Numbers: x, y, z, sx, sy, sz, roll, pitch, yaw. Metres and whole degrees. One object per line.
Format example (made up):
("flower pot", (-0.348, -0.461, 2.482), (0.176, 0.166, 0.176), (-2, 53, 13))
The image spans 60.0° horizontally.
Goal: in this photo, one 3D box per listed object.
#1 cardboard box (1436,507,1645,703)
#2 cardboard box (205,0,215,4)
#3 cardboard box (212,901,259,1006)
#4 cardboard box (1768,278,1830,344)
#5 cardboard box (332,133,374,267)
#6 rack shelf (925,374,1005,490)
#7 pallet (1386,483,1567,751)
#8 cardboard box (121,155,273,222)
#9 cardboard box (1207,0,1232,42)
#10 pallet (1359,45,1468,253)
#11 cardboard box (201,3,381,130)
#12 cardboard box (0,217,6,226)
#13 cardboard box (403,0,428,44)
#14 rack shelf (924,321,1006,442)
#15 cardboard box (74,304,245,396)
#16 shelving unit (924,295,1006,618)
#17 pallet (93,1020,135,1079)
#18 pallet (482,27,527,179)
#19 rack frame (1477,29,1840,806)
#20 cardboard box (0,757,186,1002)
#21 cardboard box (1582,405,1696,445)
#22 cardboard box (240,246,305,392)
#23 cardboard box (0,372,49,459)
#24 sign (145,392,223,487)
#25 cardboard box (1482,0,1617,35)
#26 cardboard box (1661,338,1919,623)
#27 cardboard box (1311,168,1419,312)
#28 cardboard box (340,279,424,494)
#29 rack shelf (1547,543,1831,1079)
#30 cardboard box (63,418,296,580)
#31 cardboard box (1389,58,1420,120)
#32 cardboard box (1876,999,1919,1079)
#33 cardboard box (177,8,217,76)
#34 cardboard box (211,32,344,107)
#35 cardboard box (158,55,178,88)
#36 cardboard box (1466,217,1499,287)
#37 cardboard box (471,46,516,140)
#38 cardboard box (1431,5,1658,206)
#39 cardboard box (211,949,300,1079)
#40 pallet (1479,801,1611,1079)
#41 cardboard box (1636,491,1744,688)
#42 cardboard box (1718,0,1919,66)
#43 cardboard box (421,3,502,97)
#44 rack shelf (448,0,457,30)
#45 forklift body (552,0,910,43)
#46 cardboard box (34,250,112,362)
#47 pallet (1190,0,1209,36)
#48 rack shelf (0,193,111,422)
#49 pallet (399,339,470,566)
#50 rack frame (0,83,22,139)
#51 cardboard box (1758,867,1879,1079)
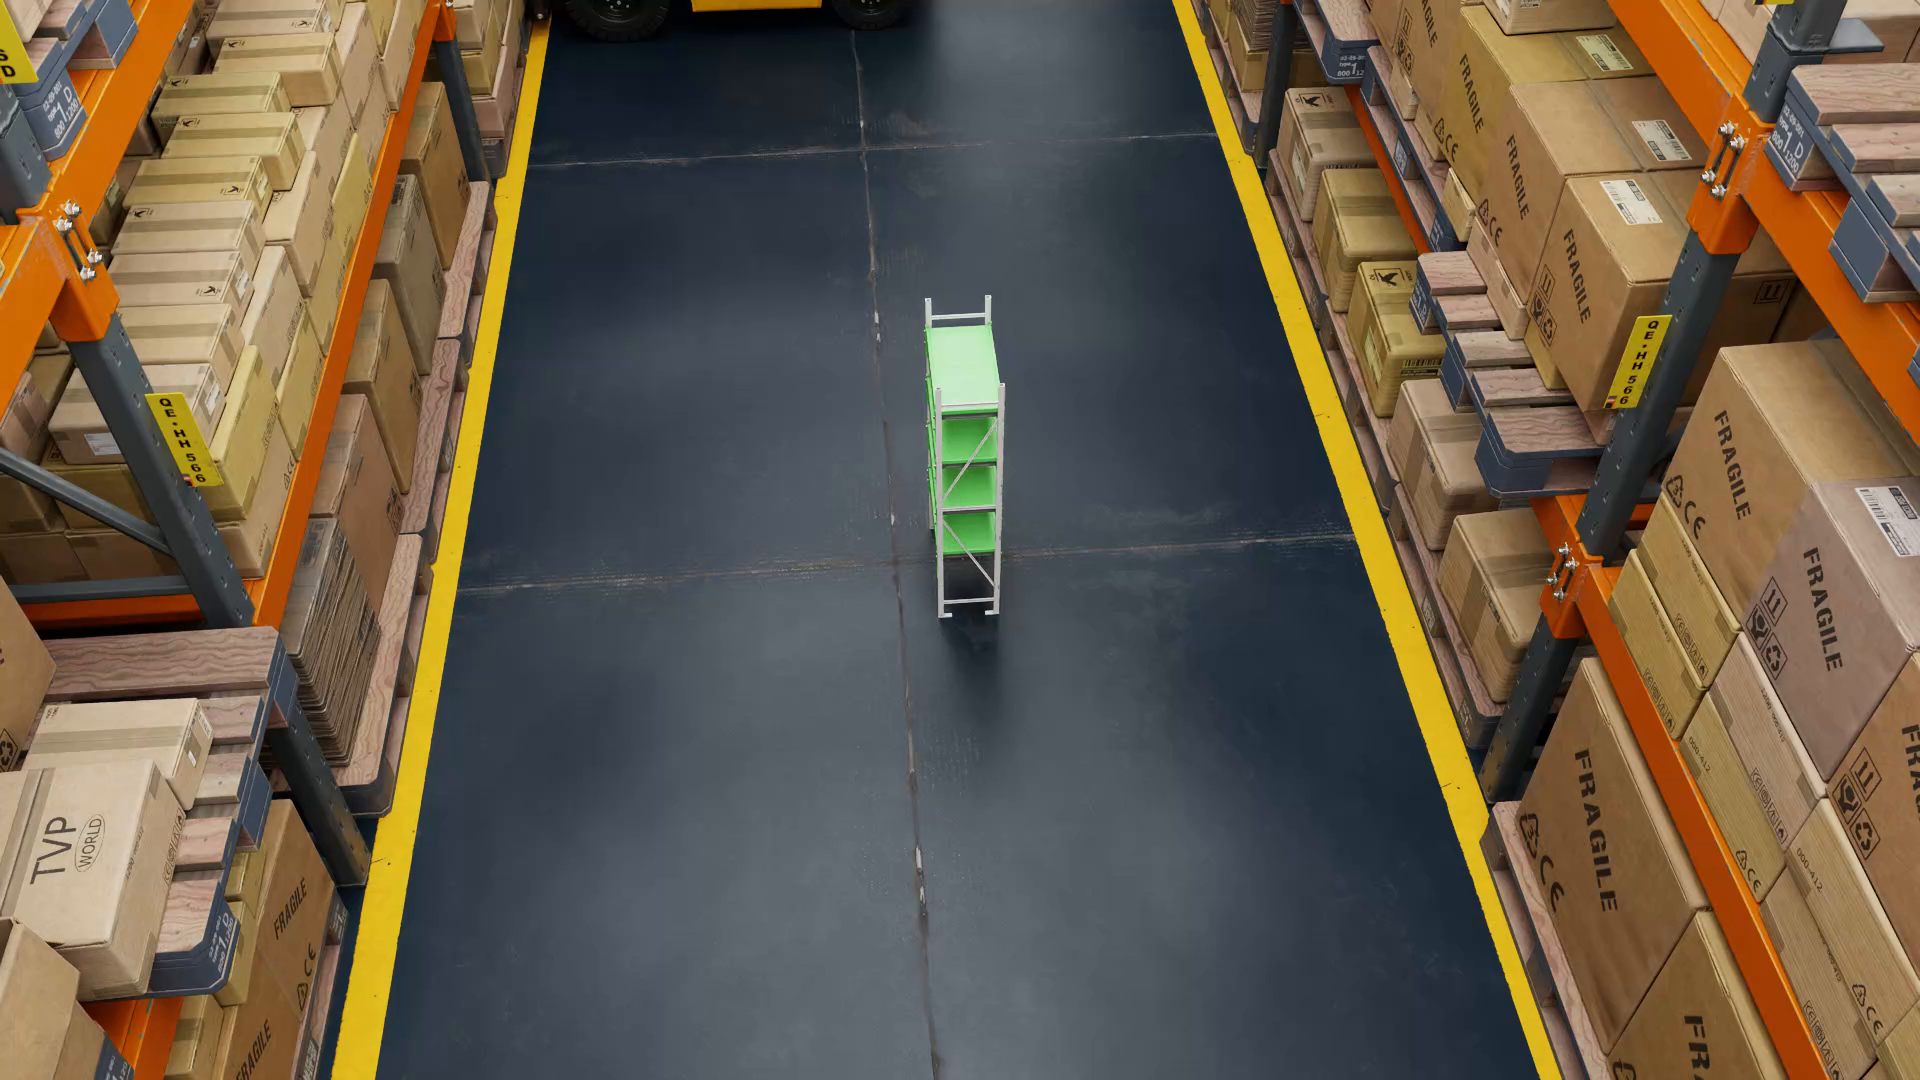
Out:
("cardboard box", (2.352, 0.199, 6.153), (0.950, 0.372, 0.625), (-6, 47, -6))
("cardboard box", (-3.044, -2.169, 6.359), (0.380, 0.149, 0.250), (-4, 47, -4))
("cardboard box", (-2.209, 1.183, 4.686), (0.380, 0.149, 0.250), (-6, 47, -5))
("cardboard box", (2.582, -0.772, 4.988), (0.500, 0.500, 0.500), (-5, 47, -4))
("cardboard box", (-2.479, -1.243, 6.101), (0.500, 0.250, 0.500), (-2, 47, -2))
("rack shelf", (0.014, -0.414, 6.210), (0.258, 0.148, 0.480), (-3, 47, -3))
("pallet", (2.325, 0.242, 6.512), (1.003, 0.211, 1.213), (-3, 47, -3))
("cardboard box", (-2.446, -1.098, 5.345), (0.380, 0.149, 0.250), (-3, 47, -3))
("cardboard box", (1.682, -3.040, 9.304), (0.500, 0.250, 0.500), (-5, 47, -4))
("pallet", (2.183, -1.515, 6.387), (1.003, 0.211, 1.213), (-3, 47, -3))
("cardboard box", (-2.508, -1.779, 6.265), (0.500, 0.250, 0.500), (-3, 47, -3))
("cardboard box", (-2.970, -0.874, 5.133), (0.380, 0.149, 0.250), (-4, 47, -4))
("cardboard box", (-2.589, -2.340, 7.140), (0.500, 0.250, 0.500), (-3, 47, -2))
("rack shelf", (0.014, -0.579, 6.035), (0.258, 0.148, 0.480), (-3, 47, -3))
("cardboard box", (-2.314, -0.546, 4.822), (0.380, 0.149, 0.250), (-3, 47, -2))
("shelving unit", (0.014, -0.293, 6.337), (0.258, 1.200, 0.503), (-3, 47, -3))
("pallet", (-2.389, 1.626, 3.413), (1.003, 0.211, 1.213), (-3, 47, -3))
("pallet", (-2.916, -2.360, 8.976), (1.003, 0.211, 1.213), (-3, 47, -3))
("rack frame", (2.389, -0.151, 4.964), (1.000, 3.000, 0.127), (-3, 47, -3))
("cardboard box", (-2.146, 0.804, 3.873), (0.500, 0.250, 0.500), (-5, 47, -5))
("cardboard box", (2.127, -0.432, 5.113), (0.380, 0.149, 0.250), (-2, 47, -2))
("cardboard box", (-2.391, -0.665, 5.210), (0.500, 0.250, 0.500), (-2, 47, -2))
("cardboard box", (-2.786, -0.327, 4.615), (0.380, 0.149, 0.250), (-2, 47, -2))
("sign", (-2.017, -0.257, 4.321), (0.100, 0.325, 0.005), (-3, 47, -3))
("cardboard box", (1.971, -1.822, 5.536), (0.380, 0.149, 0.250), (-6, 47, -5))
("cardboard box", (2.187, -0.158, 4.212), (0.500, 0.500, 0.500), (-5, 47, -5))
("cardboard box", (2.164, -1.387, 7.654), (0.950, 0.372, 0.625), (-1, 47, -1))
("cardboard box", (-2.714, -0.586, 6.722), (0.875, 0.625, 0.625), (-5, 47, -5))
("rack shelf", (2.557, 1.543, 3.854), (1.077, 0.370, 4.000), (-3, 47, -3))
("cardboard box", (-2.350, -0.131, 5.048), (0.500, 0.250, 0.500), (-3, 47, -3))
("cardboard box", (1.867, -1.739, 6.352), (0.380, 0.149, 0.250), (-2, 47, -2))
("cardboard box", (2.286, 1.213, 3.430), (0.500, 0.250, 0.500), (-3, 47, -3))
("cardboard box", (-3.041, -1.742, 6.229), (0.500, 0.250, 0.500), (-5, 47, -4))
("cardboard box", (-2.406, -1.655, 5.872), (0.380, 0.149, 0.250), (-5, 47, -4))
("cardboard box", (-2.995, -1.625, 5.844), (0.380, 0.149, 0.250), (-3, 47, -3))
("cardboard box", (1.954, -0.984, 5.636), (0.380, 0.149, 0.250), (-5, 47, -5))
("cardboard box", (-2.602, -2.310, 8.613), (0.500, 0.250, 0.500), (-3, 47, -3))
("cardboard box", (1.976, -1.483, 5.662), (0.500, 0.500, 0.500), (-6, 47, -6))
("cardboard box", (-2.276, 1.524, 4.809), (0.500, 0.500, 0.500), (-4, 47, -4))
("pallet", (2.380, 1.383, 5.431), (1.003, 0.211, 1.213), (-3, 47, -3))
("cardboard box", (2.185, 0.110, 4.475), (0.500, 0.250, 0.500), (-4, 47, -4))
("cardboard box", (2.154, -1.311, 4.169), (0.380, 0.149, 0.250), (-3, 47, -3))
("cardboard box", (-2.625, -2.480, 8.430), (0.500, 0.250, 0.500), (-4, 47, -3))
("rack shelf", (-3.059, -3.940, 9.048), (1.077, 0.370, 4.000), (-3, 47, -3))
("forklift body", (-1.250, -4.082, 9.271), (2.313, 2.155, 1.214), (-3, 47, -3))
("cardboard box", (-2.916, -0.645, 5.190), (0.500, 0.250, 0.500), (-3, 47, -3))
("pallet", (1.858, -3.455, 10.013), (1.003, 0.211, 1.213), (-3, 47, -3))
("rack shelf", (-2.389, 0.816, 2.477), (1.077, 0.370, 4.000), (-3, 47, -3))
("pallet", (-2.686, -0.366, 7.088), (1.003, 0.211, 1.213), (-3, 47, -3))
("rack frame", (-2.557, -1.910, 2.497), (1.000, 3.000, 0.127), (-3, 47, -3))
("cardboard box", (2.278, 1.020, 3.958), (0.500, 0.250, 0.500), (-2, 47, -2))
